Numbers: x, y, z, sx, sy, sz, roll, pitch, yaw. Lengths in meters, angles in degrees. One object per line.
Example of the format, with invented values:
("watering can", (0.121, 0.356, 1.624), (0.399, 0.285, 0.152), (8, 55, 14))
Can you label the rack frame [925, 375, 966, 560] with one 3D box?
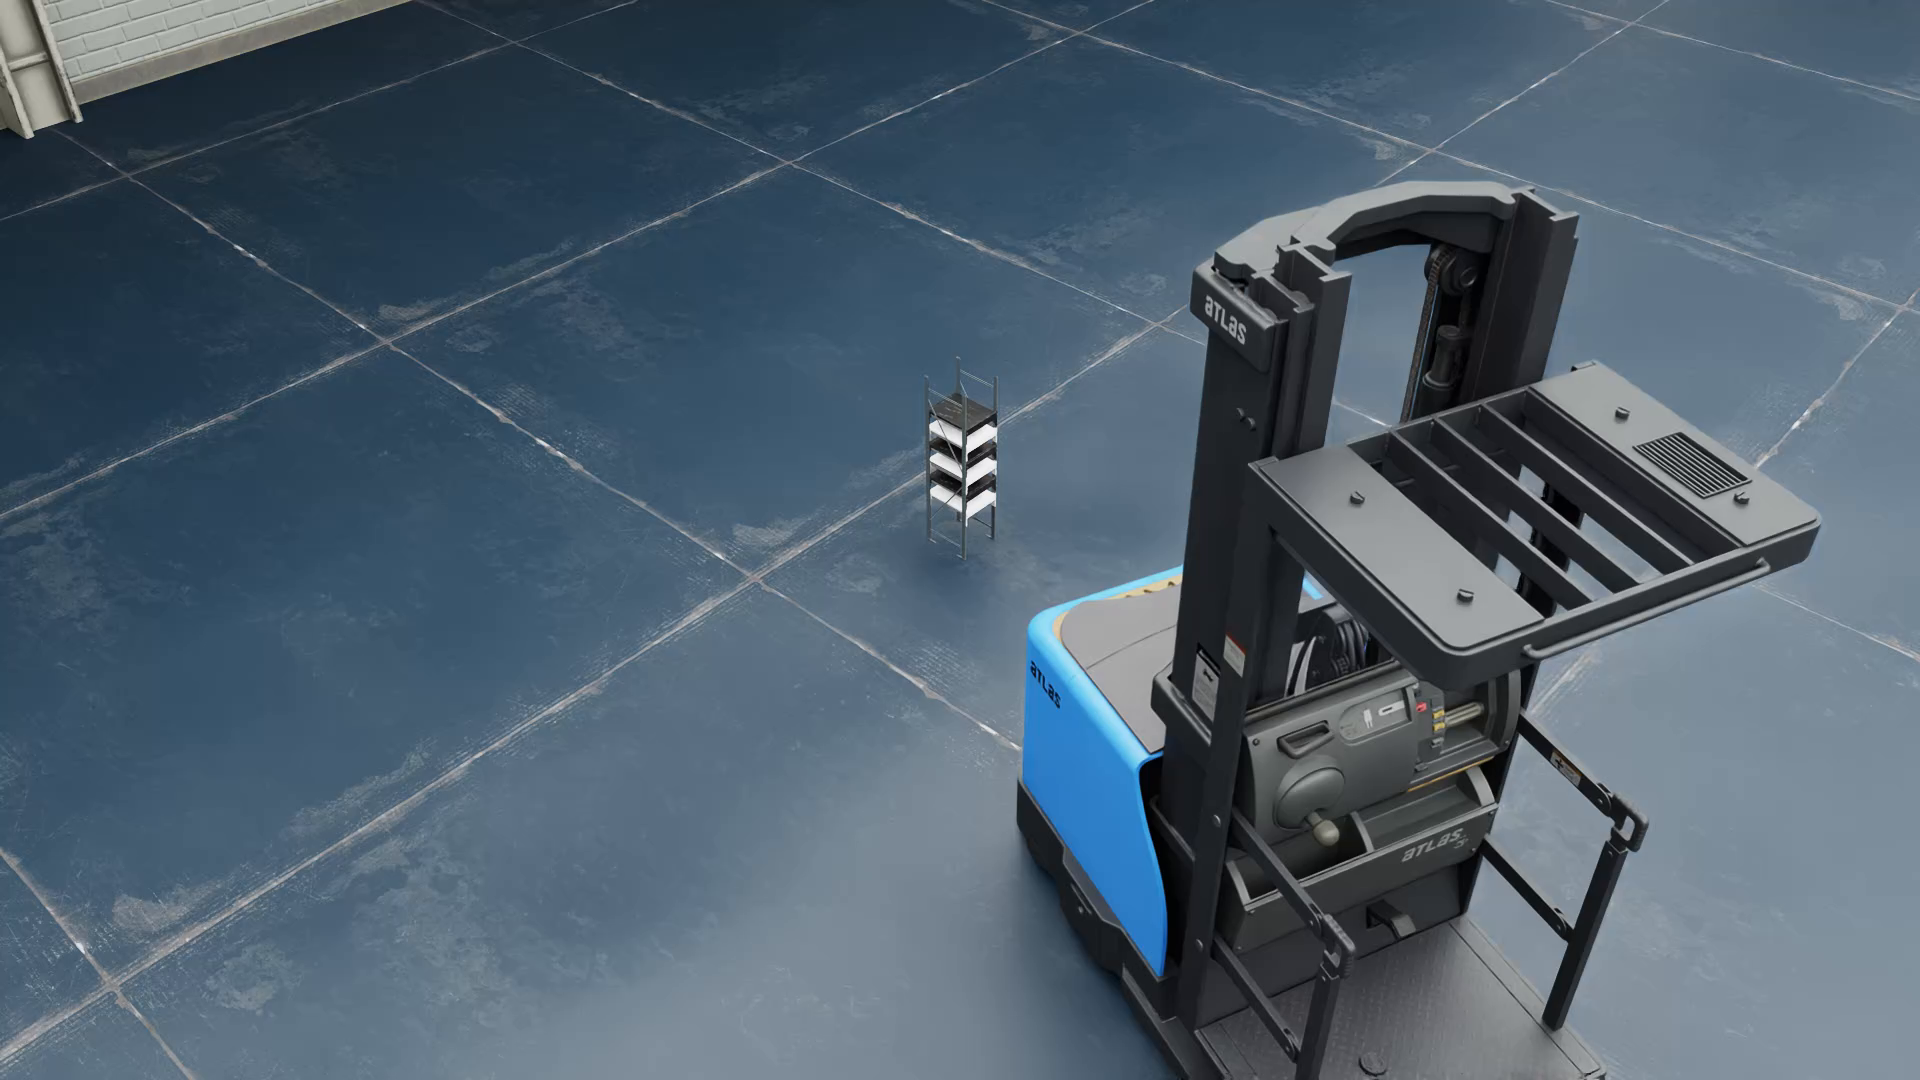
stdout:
("rack frame", (-0.063, -0.309, 7.416), (0.240, 0.900, 0.006), (30, 47, 32))

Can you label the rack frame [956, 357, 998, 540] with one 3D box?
("rack frame", (0.074, -0.403, 7.533), (0.240, 0.900, 0.006), (30, 47, 32))

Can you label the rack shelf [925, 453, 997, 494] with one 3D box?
("rack shelf", (0.005, -0.330, 7.495), (0.258, 0.077, 0.200), (30, 47, 32))

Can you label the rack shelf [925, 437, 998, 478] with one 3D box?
("rack shelf", (0.005, -0.400, 7.439), (0.258, 0.077, 0.200), (30, 47, 32))

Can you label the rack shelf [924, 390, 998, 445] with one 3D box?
("rack shelf", (0.005, -0.541, 7.327), (0.258, 0.077, 0.200), (30, 47, 32))

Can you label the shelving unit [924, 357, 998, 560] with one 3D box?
("shelving unit", (0.005, -0.356, 7.475), (0.258, 0.900, 0.210), (30, 47, 32))

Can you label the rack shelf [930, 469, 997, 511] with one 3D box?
("rack shelf", (0.005, -0.259, 7.551), (0.258, 0.077, 0.200), (30, 47, 32))

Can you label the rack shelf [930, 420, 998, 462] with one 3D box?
("rack shelf", (0.005, -0.471, 7.383), (0.258, 0.077, 0.200), (30, 47, 32))

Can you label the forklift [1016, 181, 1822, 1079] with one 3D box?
("forklift", (1.309, 0.645, 4.583), (1.130, 2.935, 3.031), (-17, 41, -20))

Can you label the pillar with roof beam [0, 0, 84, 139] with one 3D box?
("pillar with roof beam", (-3.050, -4.553, 6.246), (9.100, 9.000, 0.400), (30, 47, 32))

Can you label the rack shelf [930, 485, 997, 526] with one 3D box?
("rack shelf", (0.005, -0.189, 7.607), (0.258, 0.077, 0.200), (30, 47, 32))
